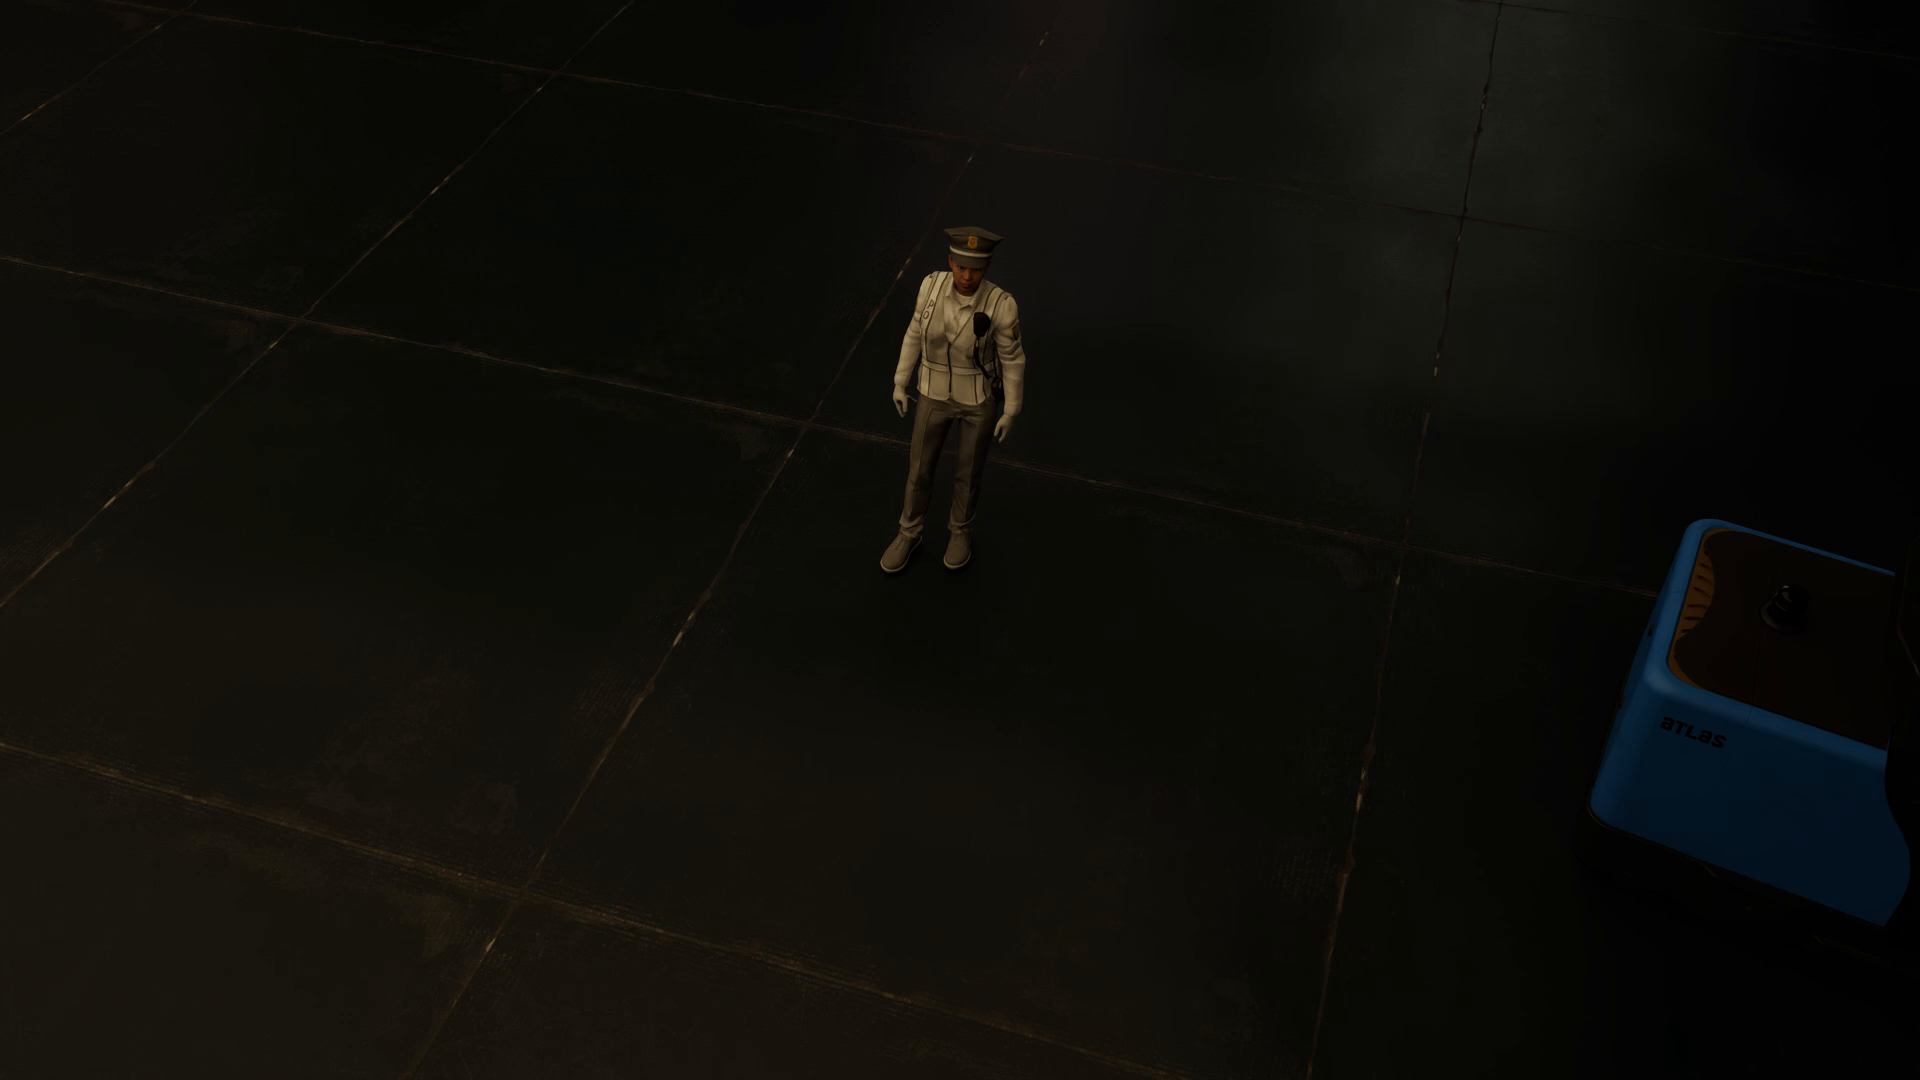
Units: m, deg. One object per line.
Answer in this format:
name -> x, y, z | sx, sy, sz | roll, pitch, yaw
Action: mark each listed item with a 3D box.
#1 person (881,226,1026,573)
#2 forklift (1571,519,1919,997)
person -> -0.027, -0.582, 7.212 | 0.587, 1.695, 0.531 | 12, 44, 13
forklift -> 3.921, 0.366, 5.296 | 3.031, 2.935, 1.130 | 20, 46, 20
